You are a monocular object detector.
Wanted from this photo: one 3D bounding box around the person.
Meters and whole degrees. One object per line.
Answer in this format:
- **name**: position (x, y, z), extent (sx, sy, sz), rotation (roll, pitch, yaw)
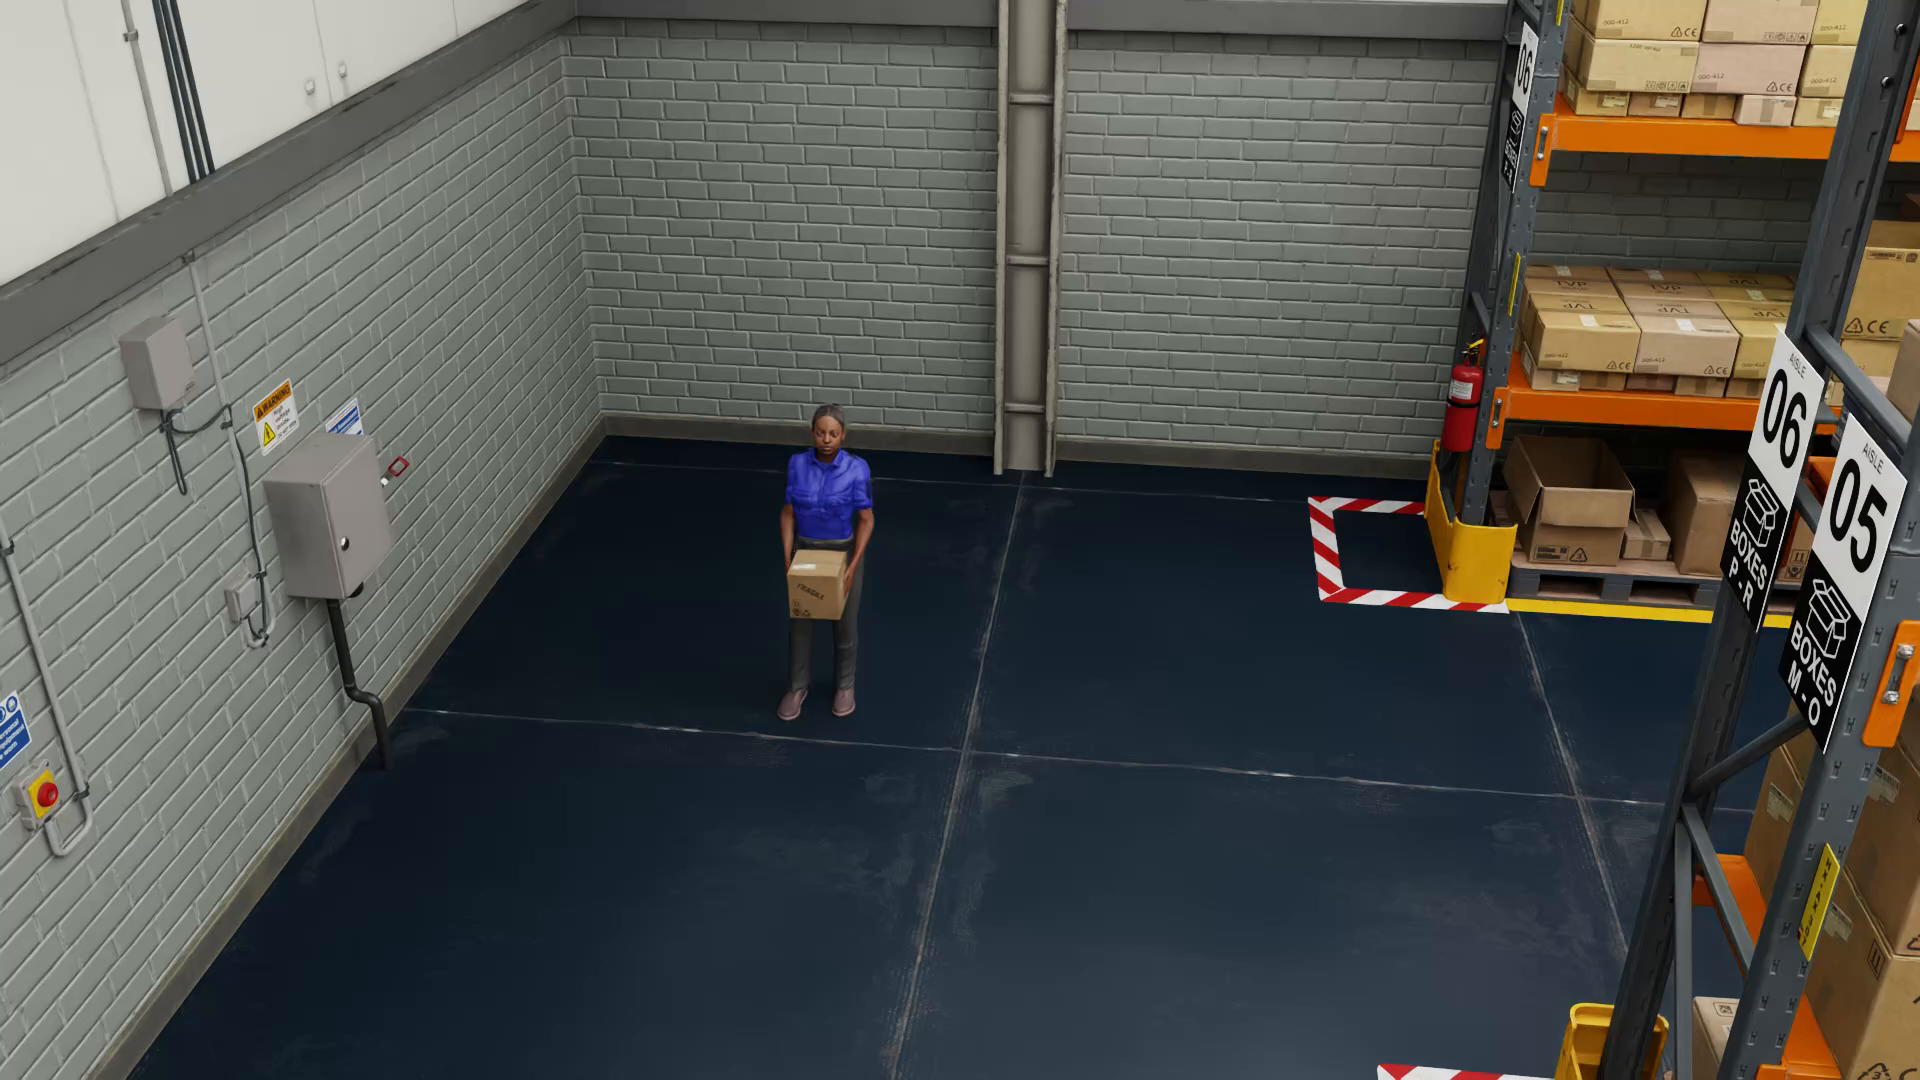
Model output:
- **person**: position (-0.684, 0.131, 8.386), extent (0.512, 1.658, 0.441), rotation (3, 29, 6)
